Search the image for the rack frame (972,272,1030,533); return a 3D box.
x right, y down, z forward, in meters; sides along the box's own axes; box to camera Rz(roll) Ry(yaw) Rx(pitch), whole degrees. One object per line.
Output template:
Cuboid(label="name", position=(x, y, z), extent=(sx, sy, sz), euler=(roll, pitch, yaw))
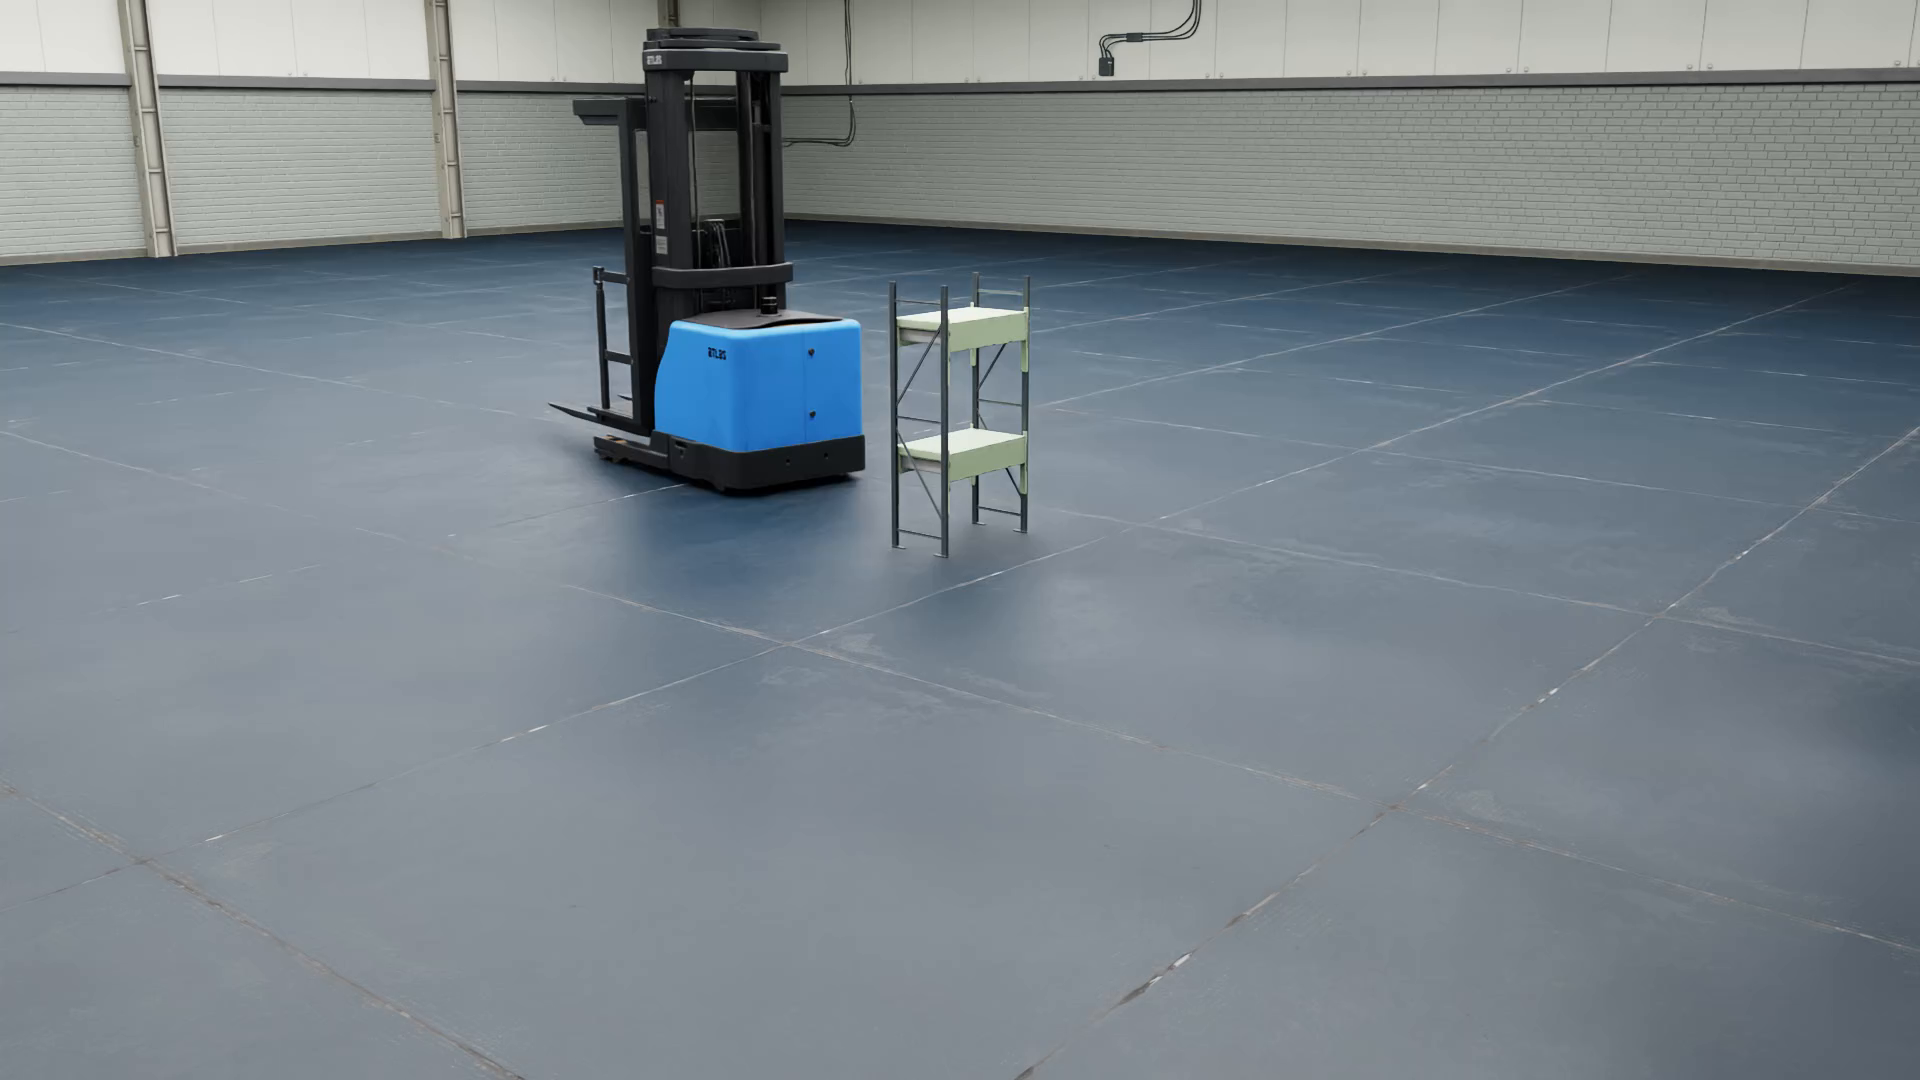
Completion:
Cuboid(label="rack frame", position=(0.234, -0.798, 9.719), extent=(0.400, 1.500, 0.023), euler=(11, 18, 38))

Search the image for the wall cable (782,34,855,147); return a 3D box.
Cuboid(label="wall cable", position=(-3.634, -10.516, 39.047), extent=(3.097, 2.526, 0.112), euler=(11, 18, 38))

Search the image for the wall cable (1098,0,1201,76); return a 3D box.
Cuboid(label="wall cable", position=(3.740, -12.197, 32.451), extent=(2.305, 6.003, 0.169), euler=(11, 18, 38))

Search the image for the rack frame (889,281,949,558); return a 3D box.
Cuboid(label="rack frame", position=(-0.226, -0.658, 9.167), extent=(0.400, 1.500, 0.023), euler=(11, 18, 38))

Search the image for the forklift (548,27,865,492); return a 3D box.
Cuboid(label="forklift", position=(-1.969, -2.033, 11.673), extent=(1.130, 2.935, 3.031), euler=(-12, 18, -38))

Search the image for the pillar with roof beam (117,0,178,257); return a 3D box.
Cuboid(label="pillar with roof beam", position=(-10.708, -8.697, 25.580), extent=(9.100, 9.000, 0.400), euler=(11, 18, 38))

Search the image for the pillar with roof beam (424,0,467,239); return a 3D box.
Cuboid(label="pillar with roof beam", position=(-6.937, -9.846, 30.103), extent=(9.100, 9.000, 0.400), euler=(11, 18, 38))

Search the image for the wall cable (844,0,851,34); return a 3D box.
Cuboid(label="wall cable", position=(-1.530, -12.545, 36.777), extent=(3.097, 2.526, 0.112), euler=(11, 18, 38))

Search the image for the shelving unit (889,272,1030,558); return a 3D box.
Cuboid(label="shelving unit", position=(0.004, -0.728, 9.443), extent=(0.431, 1.500, 0.755), euler=(11, 18, 38))

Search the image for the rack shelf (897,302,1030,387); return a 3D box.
Cuboid(label="rack shelf", position=(0.004, -1.106, 9.347), extent=(0.431, 0.370, 0.720), euler=(11, 18, 38))

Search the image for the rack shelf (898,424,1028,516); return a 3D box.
Cuboid(label="rack shelf", position=(0.004, -0.412, 9.524), extent=(0.431, 0.370, 0.720), euler=(11, 18, 38))

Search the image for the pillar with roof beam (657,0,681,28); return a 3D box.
Cuboid(label="pillar with roof beam", position=(-3.166, -10.995, 34.627), extent=(9.100, 9.000, 0.400), euler=(11, 18, 38))
